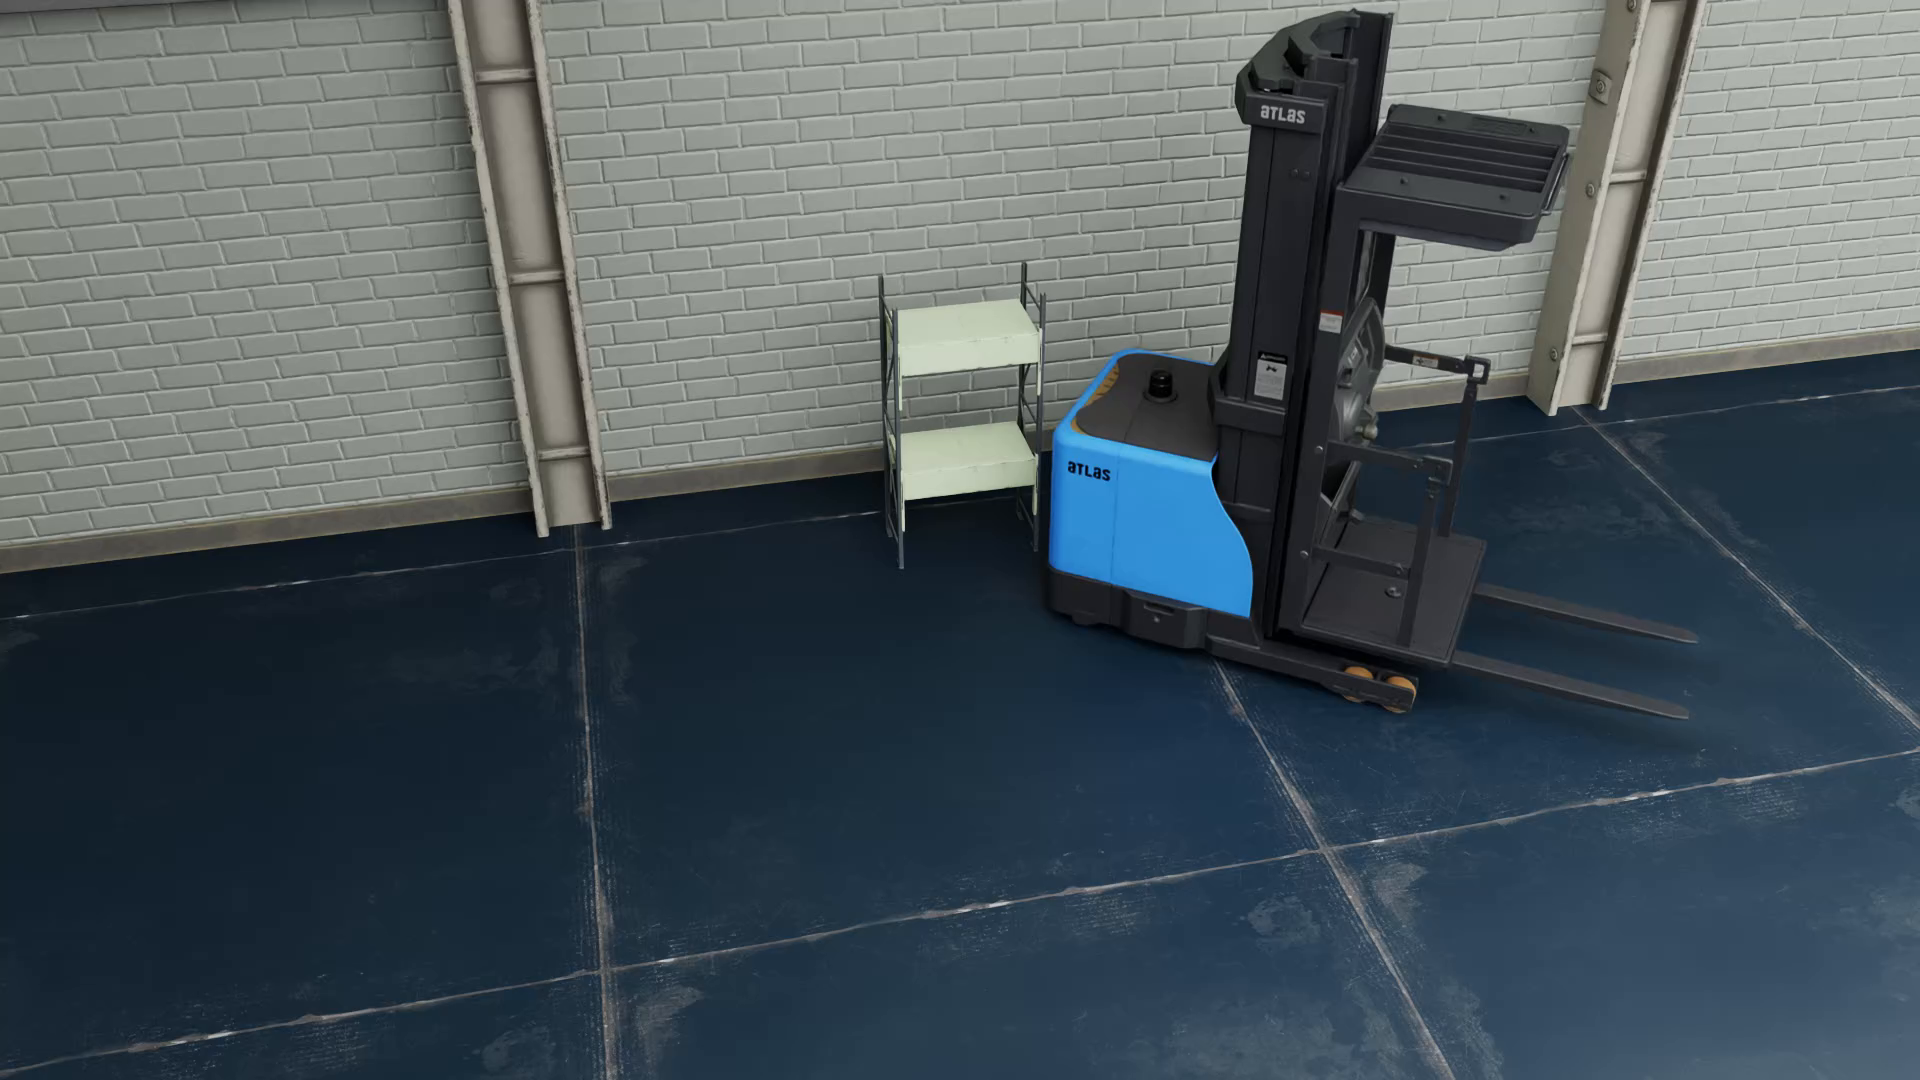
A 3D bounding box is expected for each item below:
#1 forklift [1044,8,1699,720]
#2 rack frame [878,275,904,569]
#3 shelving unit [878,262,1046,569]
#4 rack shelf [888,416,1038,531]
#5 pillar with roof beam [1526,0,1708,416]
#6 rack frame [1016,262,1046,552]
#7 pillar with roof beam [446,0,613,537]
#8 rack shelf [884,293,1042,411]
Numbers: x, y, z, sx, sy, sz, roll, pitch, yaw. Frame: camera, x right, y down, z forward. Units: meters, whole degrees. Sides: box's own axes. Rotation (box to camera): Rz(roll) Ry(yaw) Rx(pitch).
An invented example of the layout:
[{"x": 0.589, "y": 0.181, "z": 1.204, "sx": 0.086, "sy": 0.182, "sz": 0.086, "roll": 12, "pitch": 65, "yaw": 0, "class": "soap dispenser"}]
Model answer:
[{"x": 1.988, "y": -0.749, "z": 7.458, "sx": 3.031, "sy": 2.935, "sz": 1.130, "roll": 14, "pitch": 36, "yaw": 20, "class": "forklift"}, {"x": -0.350, "y": -0.579, "z": 8.489, "sx": 0.023, "sy": 1.500, "sz": 0.400, "roll": -7, "pitch": 35, "yaw": -11, "class": "rack frame"}, {"x": 0.007, "y": -0.624, "z": 8.556, "sx": 0.755, "sy": 1.500, "sz": 0.431, "roll": -7, "pitch": 35, "yaw": -11, "class": "shelving unit"}, {"x": 0.007, "y": -0.353, "z": 8.738, "sx": 0.720, "sy": 0.370, "sz": 0.431, "roll": -7, "pitch": 35, "yaw": -11, "class": "rack shelf"}, {"x": 4.679, "y": -2.257, "z": 4.261, "sx": 0.400, "sy": 9.000, "sz": 9.100, "roll": -7, "pitch": 35, "yaw": -11, "class": "pillar with roof beam"}, {"x": 0.363, "y": -0.669, "z": 8.623, "sx": 0.023, "sy": 1.500, "sz": 0.400, "roll": -7, "pitch": 35, "yaw": -11, "class": "rack frame"}, {"x": -1.174, "y": -1.519, "z": 3.162, "sx": 0.400, "sy": 9.000, "sz": 9.100, "roll": -7, "pitch": 35, "yaw": -11, "class": "pillar with roof beam"}, {"x": 0.007, "y": -0.948, "z": 8.339, "sx": 0.720, "sy": 0.370, "sz": 0.431, "roll": -7, "pitch": 35, "yaw": -11, "class": "rack shelf"}]
